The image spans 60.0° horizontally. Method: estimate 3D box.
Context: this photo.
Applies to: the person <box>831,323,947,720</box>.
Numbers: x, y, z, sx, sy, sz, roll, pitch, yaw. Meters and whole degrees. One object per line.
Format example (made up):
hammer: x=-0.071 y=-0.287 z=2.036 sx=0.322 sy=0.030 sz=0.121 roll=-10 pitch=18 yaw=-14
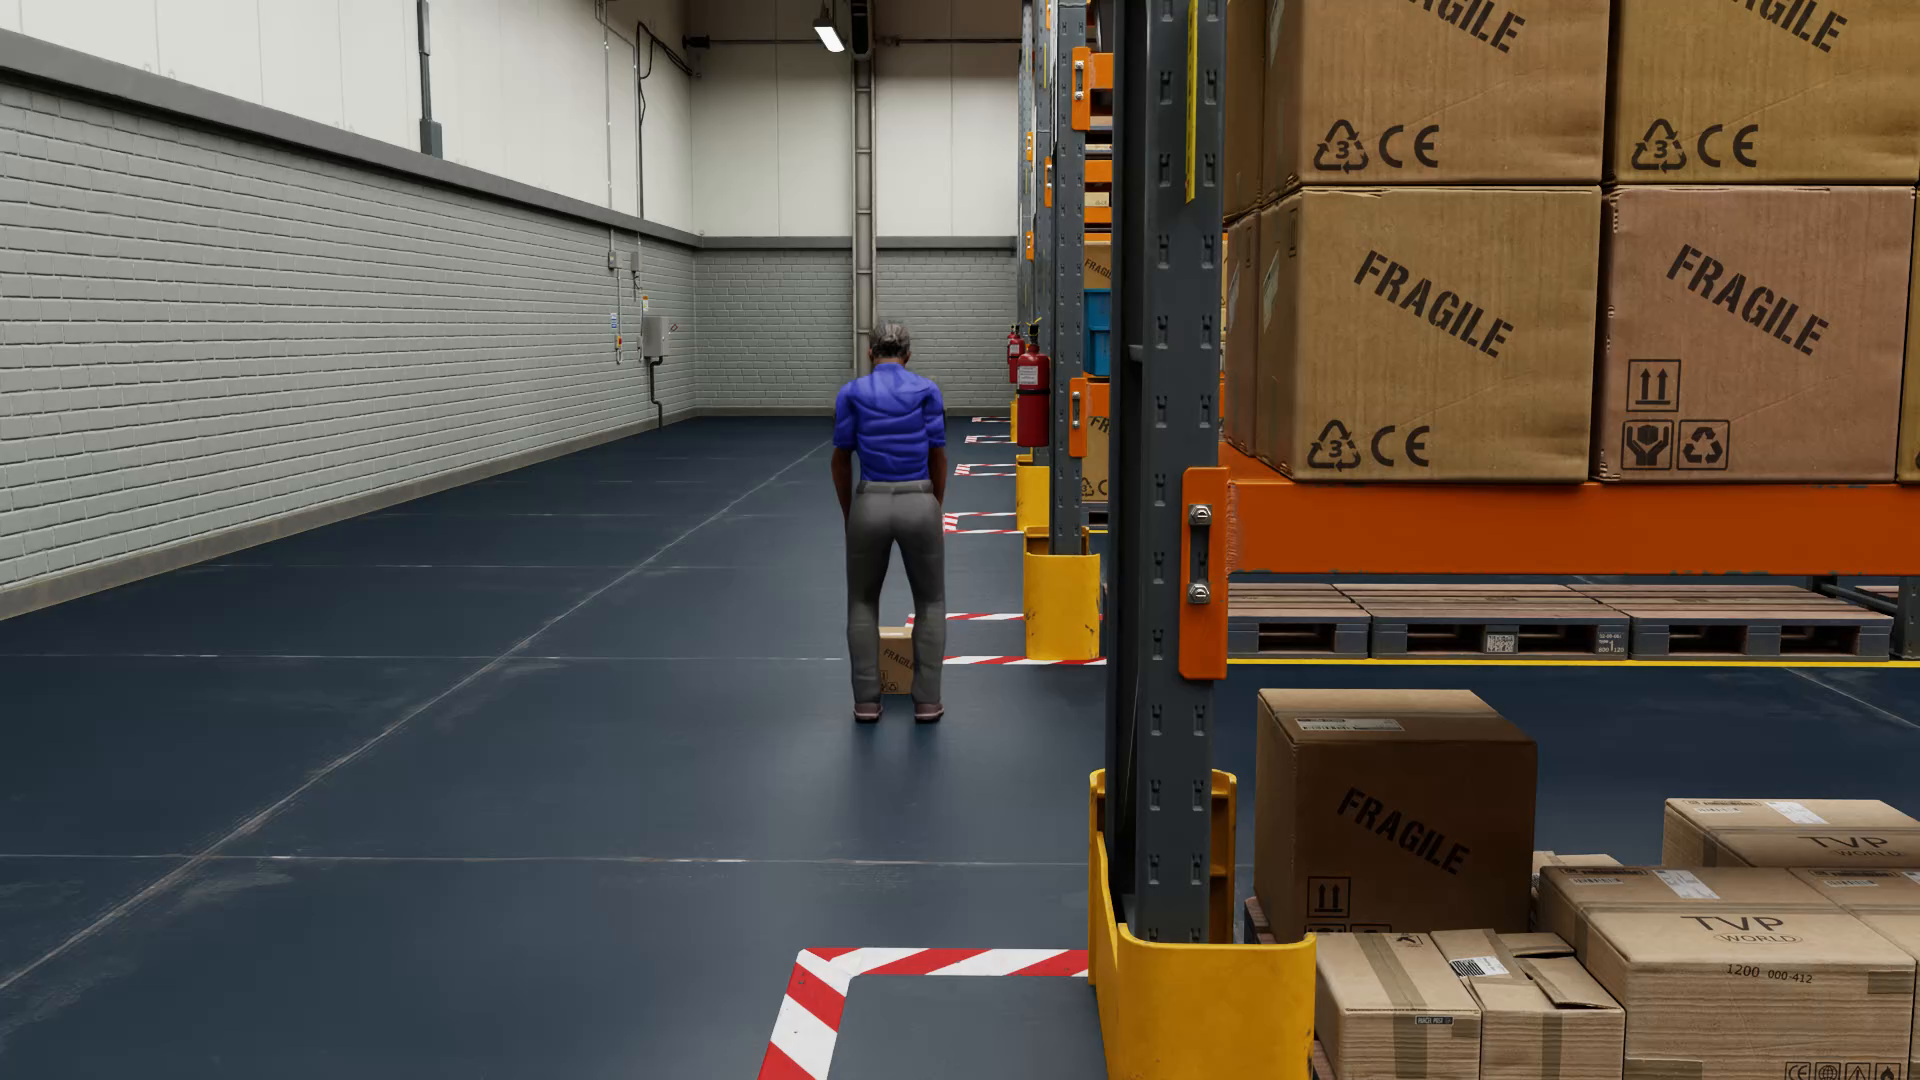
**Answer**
person: x=-0.284 y=-0.068 z=6.657 sx=0.465 sy=1.588 sz=0.411 roll=0 pitch=7 yaw=3
